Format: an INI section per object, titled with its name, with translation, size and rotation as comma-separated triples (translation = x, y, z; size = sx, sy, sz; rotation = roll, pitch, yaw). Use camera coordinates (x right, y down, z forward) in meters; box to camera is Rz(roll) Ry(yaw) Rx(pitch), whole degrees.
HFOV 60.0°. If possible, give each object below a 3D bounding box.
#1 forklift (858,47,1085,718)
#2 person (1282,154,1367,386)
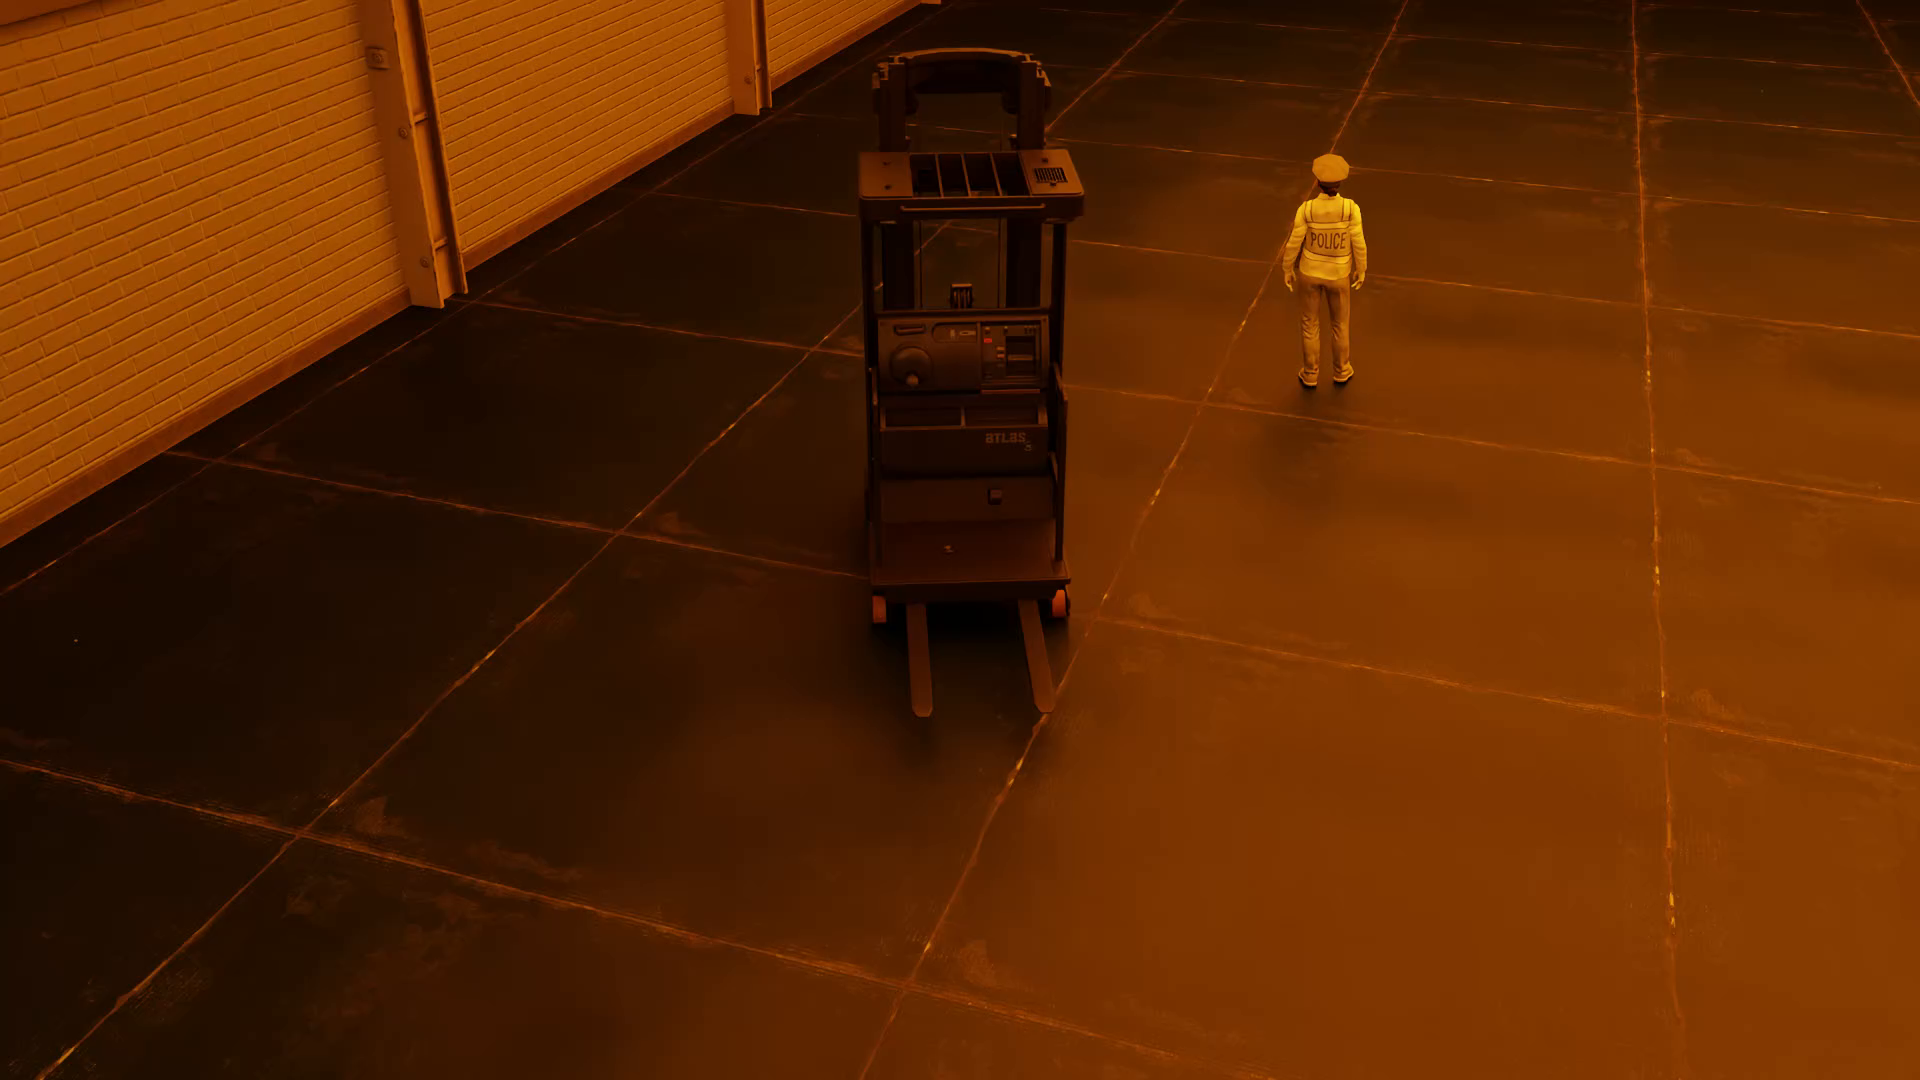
[forklift]
translation = 0.035, -0.972, 8.842
size = 1.130, 2.935, 3.031
rotation = -2, 30, -3
[person]
translation = 2.563, -1.895, 11.695
size = 0.588, 1.694, 0.530
rotation = 6, 30, 10
